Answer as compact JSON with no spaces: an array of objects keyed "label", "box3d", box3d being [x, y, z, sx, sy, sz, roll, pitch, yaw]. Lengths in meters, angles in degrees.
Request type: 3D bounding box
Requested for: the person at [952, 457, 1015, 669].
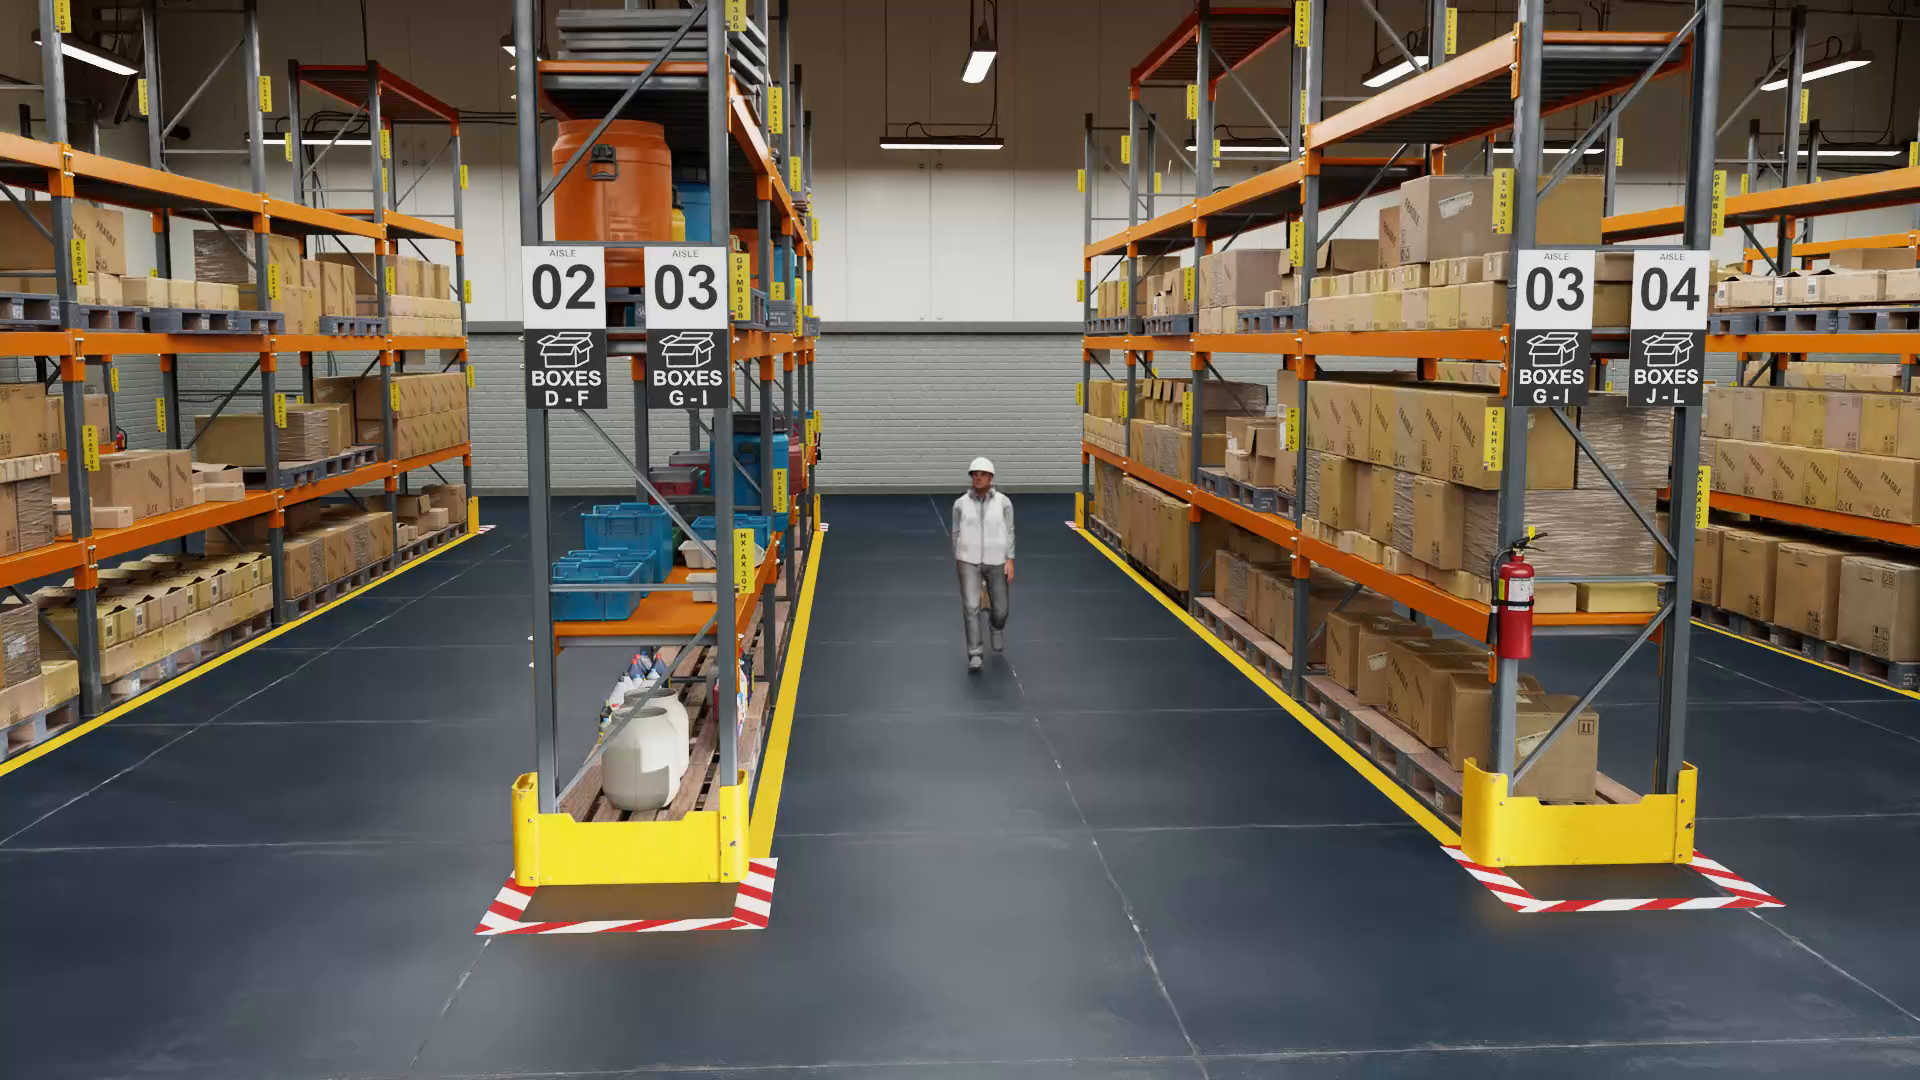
[{"label":"person","box3d":[0.195,0.177,14.035,0.531,1.750,0.786,0,7,0]}]
